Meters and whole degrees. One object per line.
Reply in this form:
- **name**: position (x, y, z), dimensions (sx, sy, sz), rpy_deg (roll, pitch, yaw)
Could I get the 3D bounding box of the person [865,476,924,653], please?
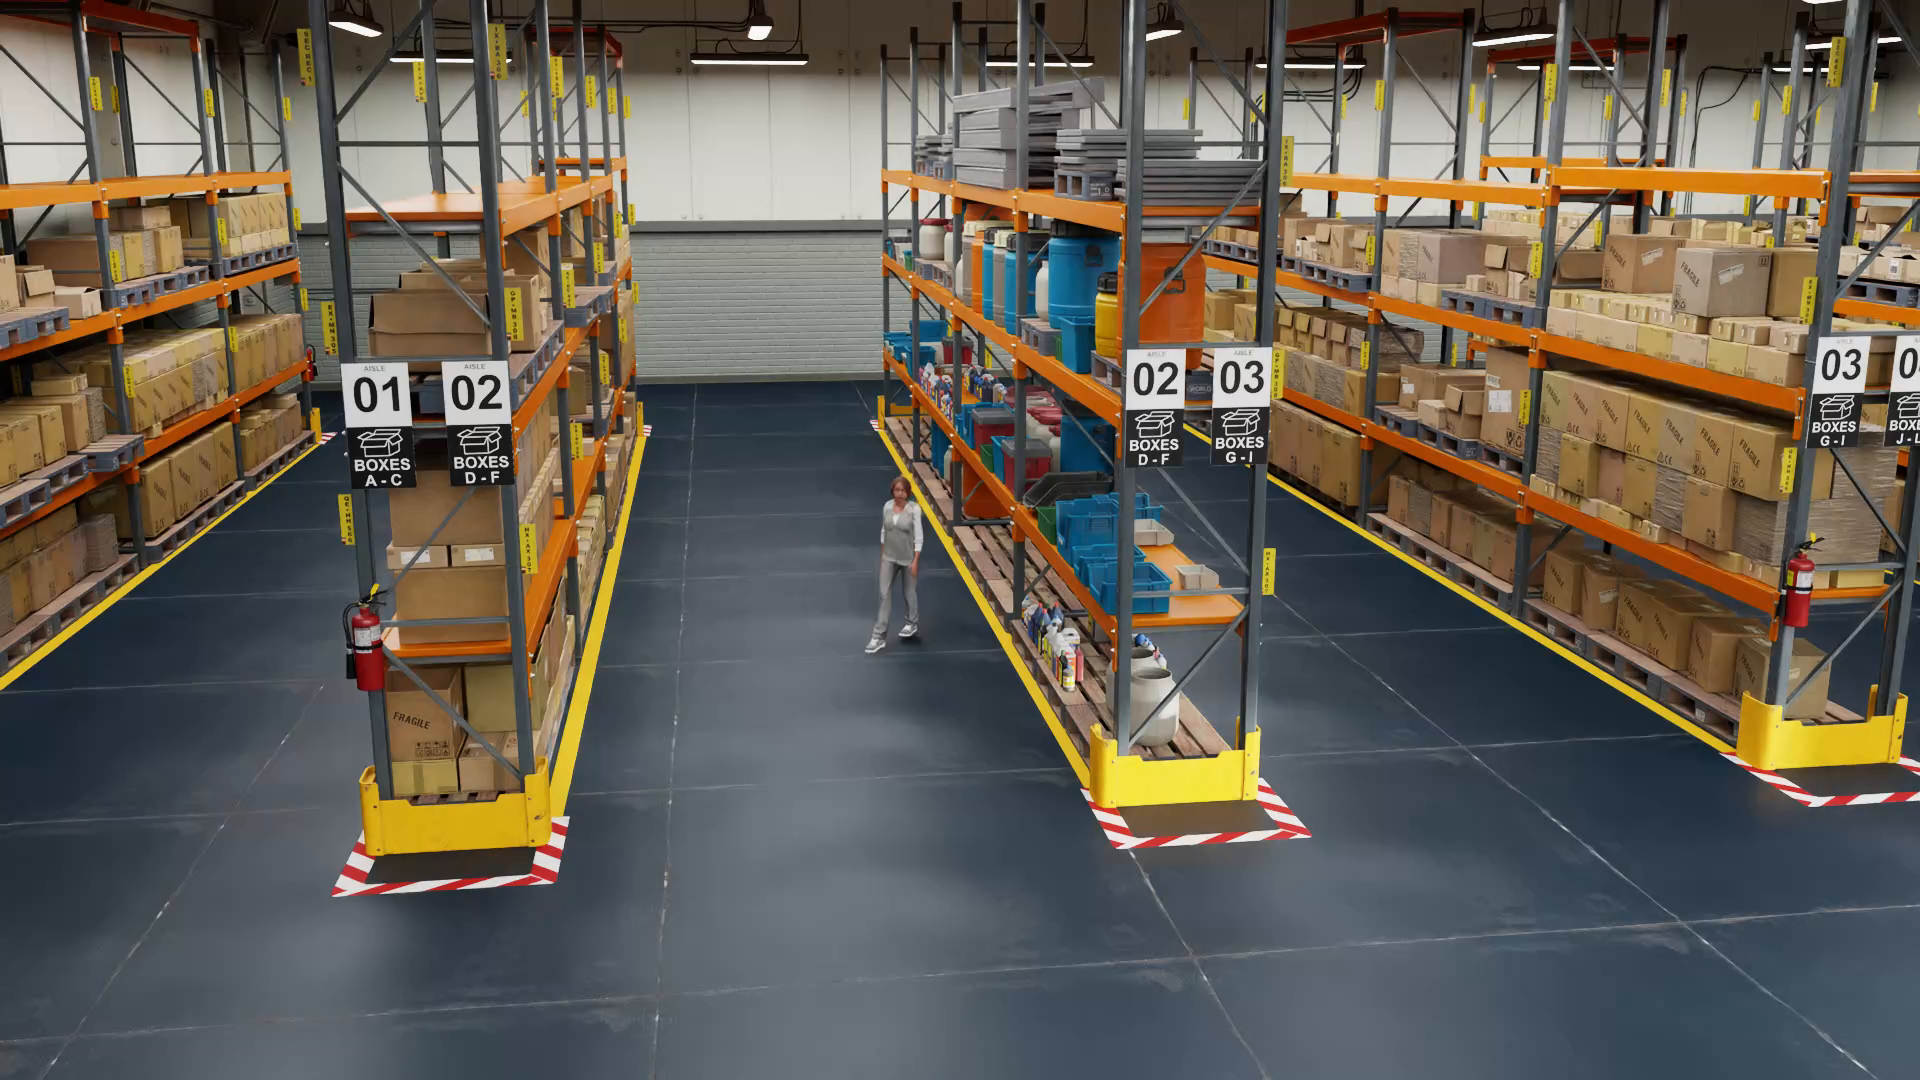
- **person**: position (-0.564, 0.197, 15.123), dimensions (0.462, 1.556, 0.882), rpy_deg (4, 14, 17)
